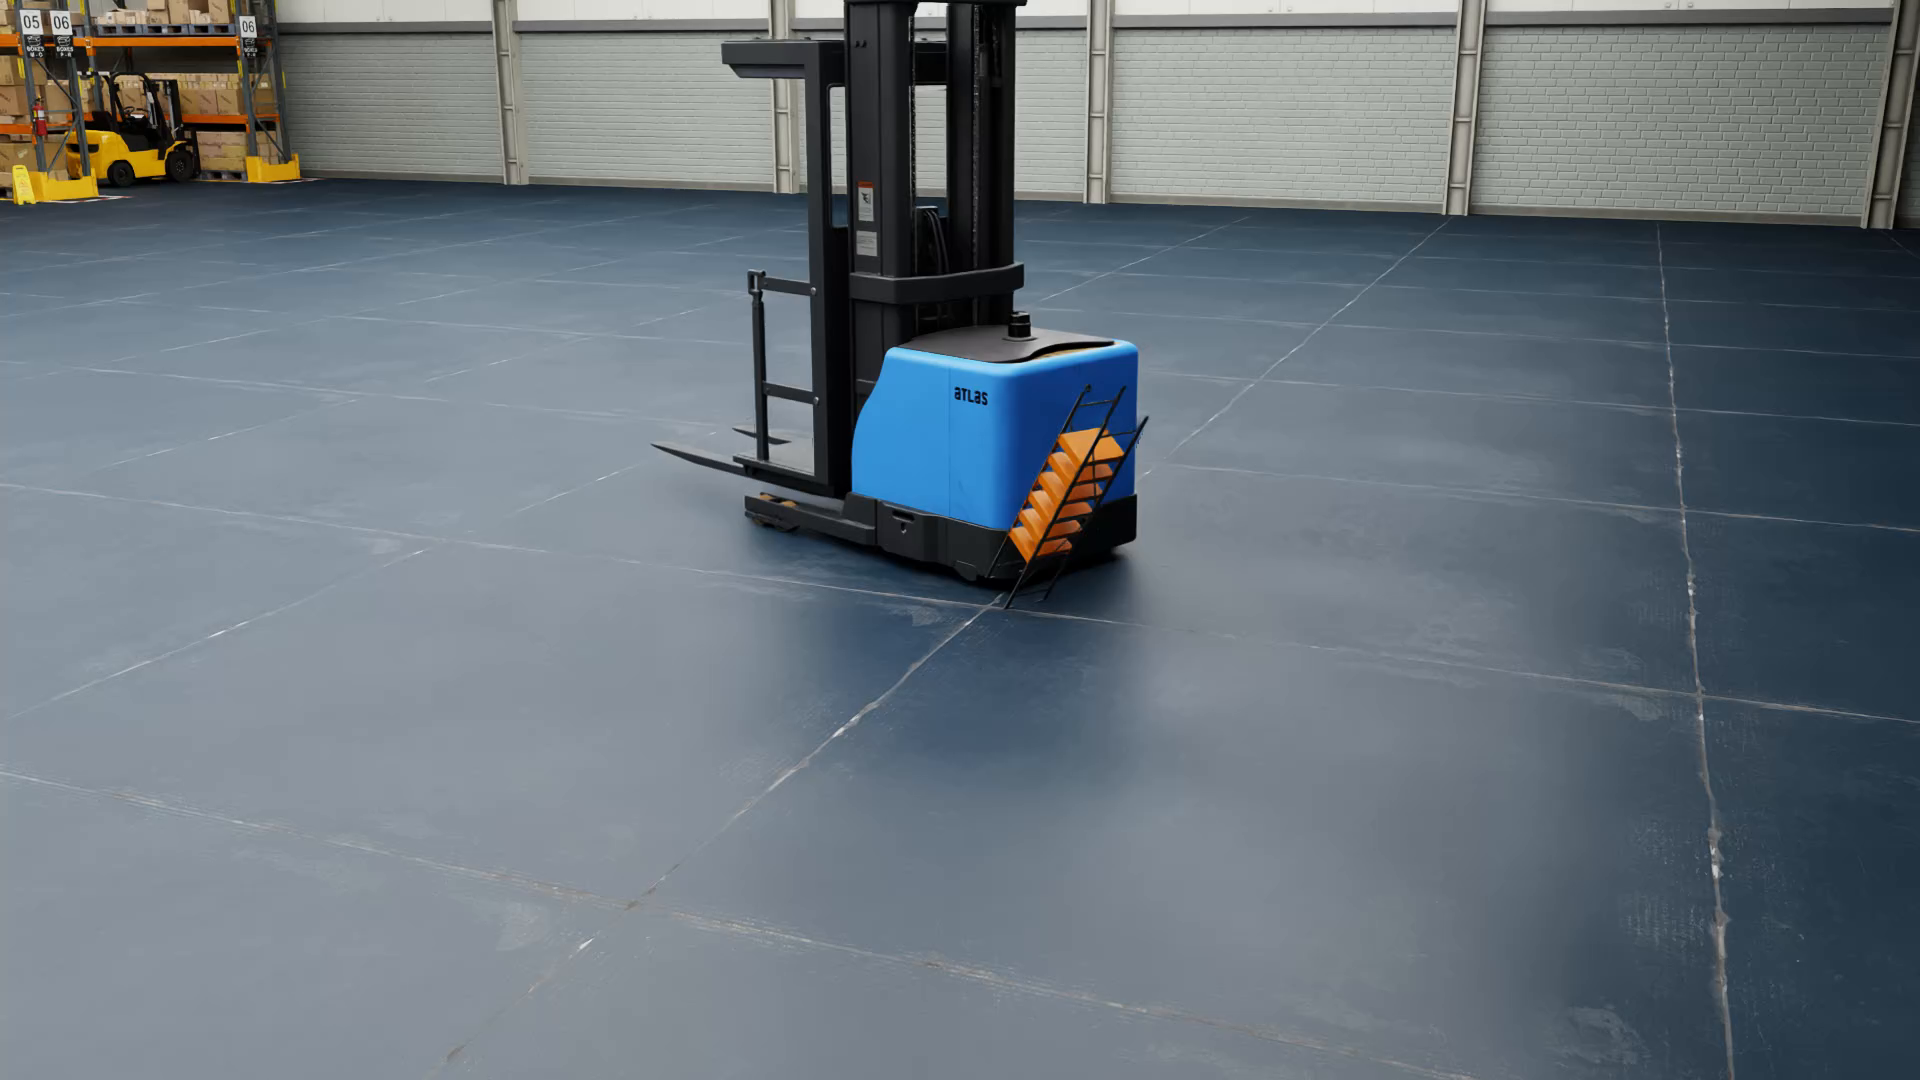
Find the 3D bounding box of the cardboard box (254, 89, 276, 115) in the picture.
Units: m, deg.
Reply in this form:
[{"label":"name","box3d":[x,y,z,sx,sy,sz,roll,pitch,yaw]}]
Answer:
[{"label":"cardboard box","box3d":[-14.419,-8.985,34.063,0.500,0.500,0.500,7,18,22]}]

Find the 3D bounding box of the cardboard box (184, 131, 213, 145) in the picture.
[{"label":"cardboard box","box3d":[-15.553,-8.242,34.067,0.500,0.250,0.500,7,17,21]}]

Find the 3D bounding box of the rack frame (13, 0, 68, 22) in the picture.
[{"label":"rack frame","box3d":[-15.878,-10.408,28.383,0.127,3.000,1.000,6,17,21]}]

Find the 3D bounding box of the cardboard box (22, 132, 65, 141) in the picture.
[{"label":"cardboard box","box3d":[-19.690,-8.493,36.054,0.625,0.625,0.875,6,17,18]}]

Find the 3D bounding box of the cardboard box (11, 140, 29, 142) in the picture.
[{"label":"cardboard box","box3d":[-17.037,-6.977,30.159,0.500,0.500,0.500,6,17,19]}]

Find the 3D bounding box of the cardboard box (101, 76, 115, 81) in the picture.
[{"label":"cardboard box","box3d":[-17.593,-9.616,34.541,0.250,0.149,0.380,7,17,22]}]

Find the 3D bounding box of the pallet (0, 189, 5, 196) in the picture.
[{"label":"pallet","box3d":[-17.822,-6.413,30.384,1.213,0.211,1.003,6,17,21]}]

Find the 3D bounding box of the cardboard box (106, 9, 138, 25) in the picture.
[{"label":"cardboard box","box3d":[-17.097,-10.722,34.075,0.500,0.311,0.500,7,17,22]}]

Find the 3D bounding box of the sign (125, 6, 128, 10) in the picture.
[{"label":"sign","box3d":[-17.579,-11.094,35.059,0.005,0.325,0.100,6,17,21]}]

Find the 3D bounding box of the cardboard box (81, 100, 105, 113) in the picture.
[{"label":"cardboard box","box3d":[-18.346,-9.135,35.029,0.500,0.250,0.500,7,17,22]}]

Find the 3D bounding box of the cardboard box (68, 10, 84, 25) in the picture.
[{"label":"cardboard box","box3d":[-18.544,-10.882,34.623,0.500,0.311,0.500,6,17,19]}]

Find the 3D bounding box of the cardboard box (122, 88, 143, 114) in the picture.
[{"label":"cardboard box","box3d":[-16.973,-9.109,34.492,0.500,0.500,0.500,7,17,22]}]

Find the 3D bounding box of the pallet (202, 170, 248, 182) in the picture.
[{"label":"pallet","box3d":[-14.787,-7.542,34.276,1.213,0.211,1.003,6,17,21]}]

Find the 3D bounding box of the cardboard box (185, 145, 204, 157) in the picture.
[{"label":"cardboard box","box3d":[-15.578,-8.006,34.152,0.500,0.250,0.500,6,17,19]}]

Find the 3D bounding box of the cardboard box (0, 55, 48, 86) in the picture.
[{"label":"cardboard box","box3d":[-16.433,-8.193,29.009,0.500,0.500,0.700,6,17,19]}]

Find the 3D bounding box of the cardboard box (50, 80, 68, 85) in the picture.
[{"label":"cardboard box","box3d":[-18.929,-9.613,35.064,0.250,0.149,0.380,6,17,19]}]

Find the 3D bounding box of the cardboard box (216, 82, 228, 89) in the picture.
[{"label":"cardboard box","box3d":[-14.734,-9.155,33.486,0.250,0.149,0.380,7,17,22]}]

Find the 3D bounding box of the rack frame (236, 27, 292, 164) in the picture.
[{"label":"rack frame","box3d":[-14.060,-8.814,33.655,0.127,3.000,1.000,6,17,21]}]

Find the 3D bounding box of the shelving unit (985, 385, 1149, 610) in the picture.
[{"label":"shelving unit","box3d":[0.449,-0.166,7.279,0.258,1.200,0.189,-11,54,-33]}]

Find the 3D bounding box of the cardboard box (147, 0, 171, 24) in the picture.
[{"label":"cardboard box","box3d":[-16.008,-10.737,33.778,0.637,0.503,0.797,7,18,22]}]

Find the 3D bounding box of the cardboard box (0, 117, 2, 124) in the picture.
[{"label":"cardboard box","box3d":[-16.811,-7.418,29.294,0.250,0.149,0.380,6,17,20]}]

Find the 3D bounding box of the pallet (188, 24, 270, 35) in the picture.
[{"label":"pallet","box3d":[-14.708,-10.291,33.521,1.213,0.211,1.003,6,17,21]}]

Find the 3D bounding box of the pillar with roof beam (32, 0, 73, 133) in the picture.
[{"label":"pillar with roof beam","box3d":[-21.538,-11.497,32.137,0.400,9.000,9.100,6,17,21]}]

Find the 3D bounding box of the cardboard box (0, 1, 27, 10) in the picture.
[{"label":"cardboard box","box3d":[-16.301,-9.187,28.580,0.250,0.149,0.380,6,17,21]}]

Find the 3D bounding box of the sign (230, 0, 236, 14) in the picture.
[{"label":"sign","box3d":[-14.272,-10.503,32.644,0.005,0.325,0.100,6,17,21]}]

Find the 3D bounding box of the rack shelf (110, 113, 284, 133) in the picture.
[{"label":"rack shelf","box3d":[-15.921,-8.673,34.460,4.000,0.370,1.077,6,17,21]}]

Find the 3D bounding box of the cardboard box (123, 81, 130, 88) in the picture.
[{"label":"cardboard box","box3d":[-17.087,-9.437,34.456,0.250,0.149,0.380,6,17,21]}]

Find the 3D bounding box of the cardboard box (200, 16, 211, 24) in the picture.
[{"label":"cardboard box","box3d":[-14.942,-10.390,33.220,0.250,0.149,0.380,6,17,19]}]

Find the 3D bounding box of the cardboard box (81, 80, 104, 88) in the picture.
[{"label":"cardboard box","box3d":[-18.180,-9.560,34.882,0.250,0.149,0.380,7,18,23]}]

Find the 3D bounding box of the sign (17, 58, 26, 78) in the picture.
[{"label":"sign","box3d":[-16.100,-8.092,28.525,0.005,0.325,0.100,6,17,21]}]

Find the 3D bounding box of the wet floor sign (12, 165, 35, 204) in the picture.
[{"label":"wet floor sign","box3d":[-16.094,-6.099,28.524,0.232,0.644,0.267,14,21,40]}]

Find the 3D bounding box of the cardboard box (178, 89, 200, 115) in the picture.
[{"label":"cardboard box","box3d":[-15.570,-8.952,33.951,0.500,0.500,0.500,6,17,20]}]

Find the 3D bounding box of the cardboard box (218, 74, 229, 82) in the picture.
[{"label":"cardboard box","box3d":[-14.711,-9.316,33.506,0.250,0.149,0.380,6,17,21]}]

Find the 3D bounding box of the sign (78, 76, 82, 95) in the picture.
[{"label":"sign","box3d":[-15.679,-8.083,29.583,0.005,0.325,0.100,6,17,21]}]

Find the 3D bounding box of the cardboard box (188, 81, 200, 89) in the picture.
[{"label":"cardboard box","box3d":[-15.445,-9.241,33.781,0.250,0.149,0.380,6,17,19]}]

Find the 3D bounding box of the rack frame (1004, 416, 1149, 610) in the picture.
[{"label":"rack frame","box3d":[0.492,-0.099,7.234,0.240,1.200,0.006,-11,54,-33]}]

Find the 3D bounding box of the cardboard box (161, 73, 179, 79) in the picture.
[{"label":"cardboard box","box3d":[-16.128,-9.484,34.086,0.250,0.149,0.380,6,17,21]}]

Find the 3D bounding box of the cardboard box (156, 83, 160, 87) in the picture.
[{"label":"cardboard box","box3d":[-16.401,-9.344,34.136,0.250,0.149,0.380,6,17,19]}]

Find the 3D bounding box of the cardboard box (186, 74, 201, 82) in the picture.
[{"label":"cardboard box","box3d":[-15.452,-9.378,33.721,0.250,0.149,0.380,7,18,22]}]

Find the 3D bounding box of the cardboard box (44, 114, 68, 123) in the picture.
[{"label":"cardboard box","box3d":[-16.118,-7.494,29.559,0.250,0.149,0.380,6,17,21]}]

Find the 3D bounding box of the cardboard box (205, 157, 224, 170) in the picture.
[{"label":"cardboard box","box3d":[-15.072,-7.715,34.047,0.500,0.250,0.500,6,17,21]}]

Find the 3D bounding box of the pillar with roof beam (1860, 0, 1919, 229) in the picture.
[{"label":"pillar with roof beam","box3d":[11.951,-7.815,19.452,0.400,9.000,9.100,6,17,21]}]

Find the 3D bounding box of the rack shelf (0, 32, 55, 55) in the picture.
[{"label":"rack shelf","box3d":[-17.738,-8.826,29.606,4.000,0.370,1.077,6,17,21]}]

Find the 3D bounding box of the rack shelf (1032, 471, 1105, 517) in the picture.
[{"label":"rack shelf","box3d":[0.474,-0.216,7.227,0.258,0.103,0.180,-11,54,-33]}]

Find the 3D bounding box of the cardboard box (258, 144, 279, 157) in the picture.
[{"label":"cardboard box","box3d":[-14.421,-8.037,34.261,0.500,0.250,0.500,7,17,22]}]

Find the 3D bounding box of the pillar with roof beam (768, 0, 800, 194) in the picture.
[{"label":"pillar with roof beam","box3d":[-4.794,-9.656,25.795,0.400,9.000,9.100,6,17,21]}]

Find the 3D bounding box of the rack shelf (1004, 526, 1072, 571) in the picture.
[{"label":"rack shelf","box3d":[0.358,0.021,7.472,0.258,0.103,0.180,-11,54,-33]}]

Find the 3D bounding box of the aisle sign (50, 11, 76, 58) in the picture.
[{"label":"aisle sign","box3d":[-15.706,-8.849,29.112,0.004,0.787,0.394,6,17,21]}]

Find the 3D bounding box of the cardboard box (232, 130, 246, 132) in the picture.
[{"label":"cardboard box","box3d":[-14.904,-8.324,34.351,0.500,0.250,0.500,6,17,21]}]

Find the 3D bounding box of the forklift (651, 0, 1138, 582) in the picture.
[{"label":"forklift","box3d":[-0.515,-1.540,8.721,3.031,2.935,1.130,15,22,42]}]

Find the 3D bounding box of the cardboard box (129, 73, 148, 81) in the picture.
[{"label":"cardboard box","box3d":[-16.875,-9.536,34.265,0.250,0.149,0.380,7,17,22]}]

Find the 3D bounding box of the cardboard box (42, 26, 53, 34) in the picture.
[{"label":"cardboard box","box3d":[-16.067,-8.964,29.243,0.250,0.149,0.380,6,17,21]}]
